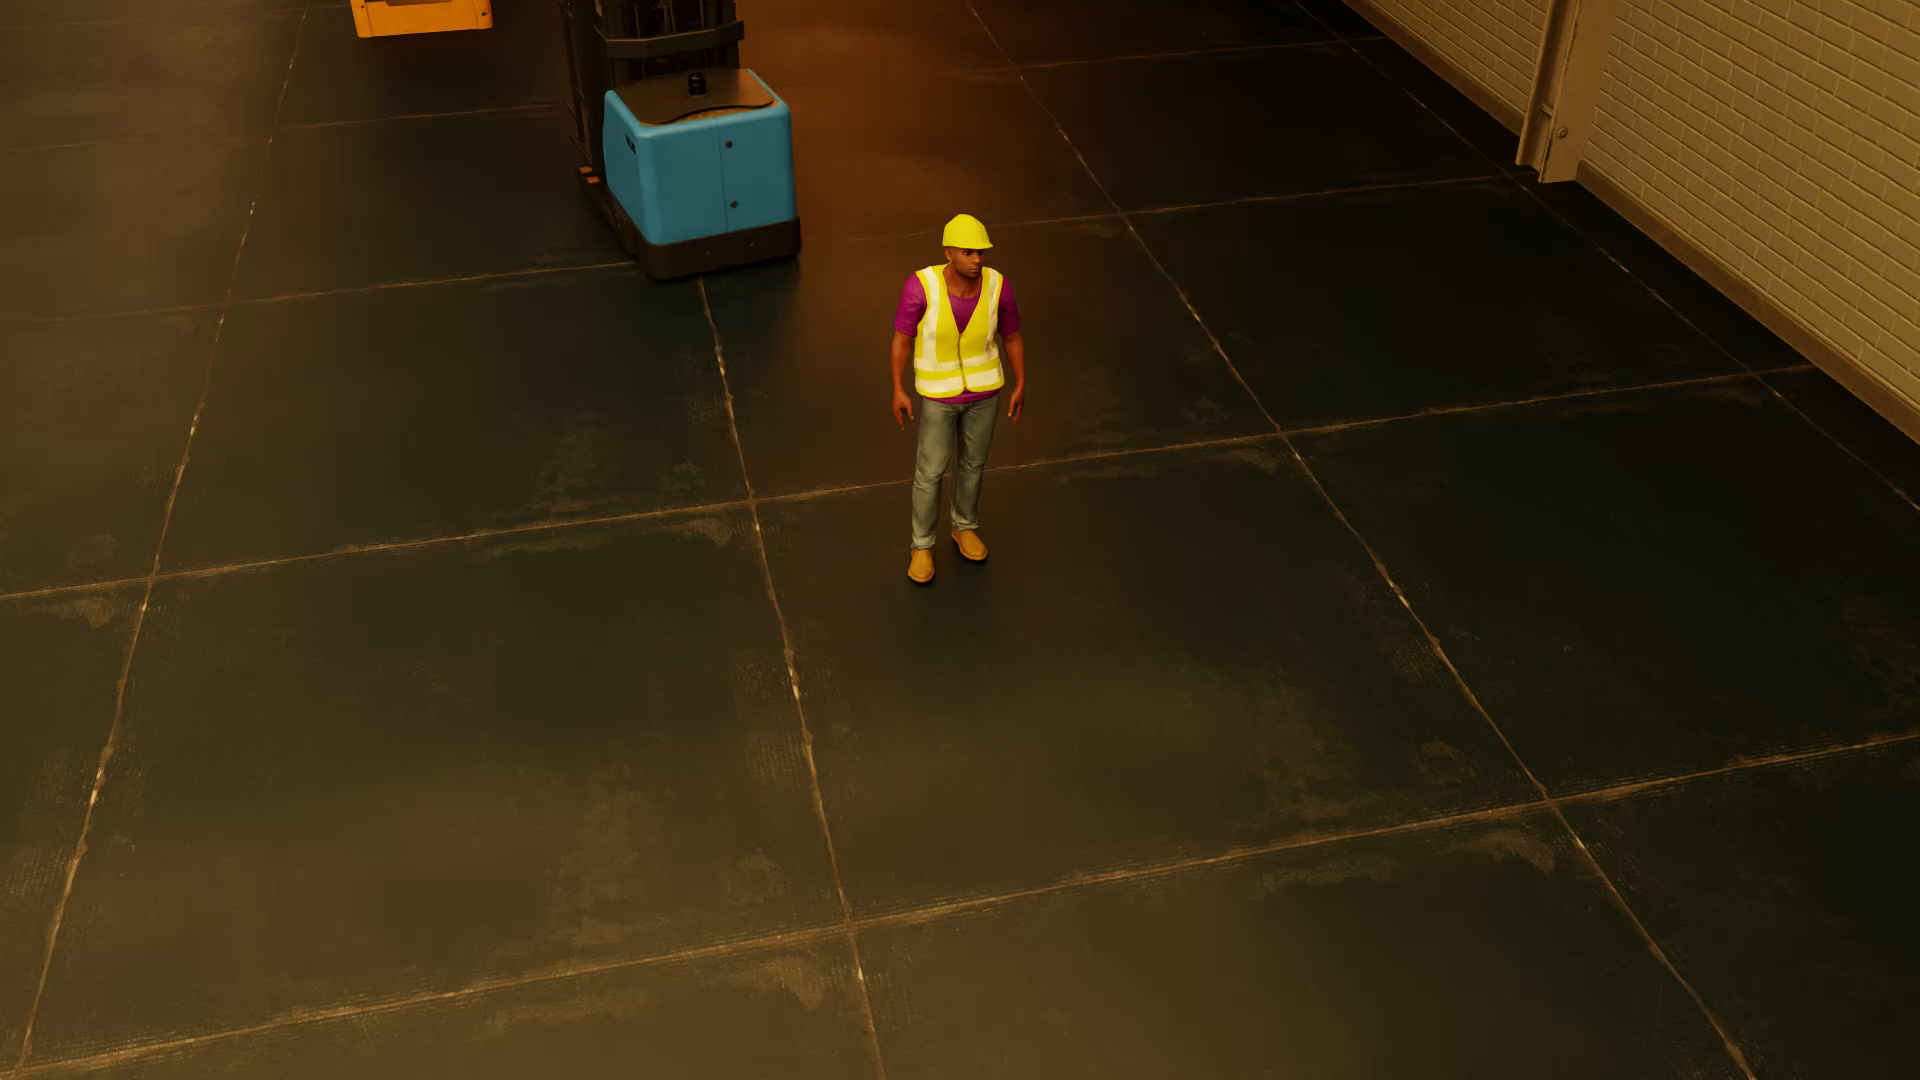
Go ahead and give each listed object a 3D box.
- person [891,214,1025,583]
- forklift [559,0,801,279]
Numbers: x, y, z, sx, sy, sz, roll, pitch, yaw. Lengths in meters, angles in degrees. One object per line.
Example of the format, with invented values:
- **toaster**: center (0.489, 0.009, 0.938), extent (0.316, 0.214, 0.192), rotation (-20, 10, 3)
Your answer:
- **person**: center (0.009, -0.683, 7.983), extent (0.665, 1.765, 0.577), rotation (-8, 36, -11)
- **forklift**: center (-2.144, -3.732, 11.236), extent (1.130, 2.935, 3.031), rotation (-15, 38, -20)
